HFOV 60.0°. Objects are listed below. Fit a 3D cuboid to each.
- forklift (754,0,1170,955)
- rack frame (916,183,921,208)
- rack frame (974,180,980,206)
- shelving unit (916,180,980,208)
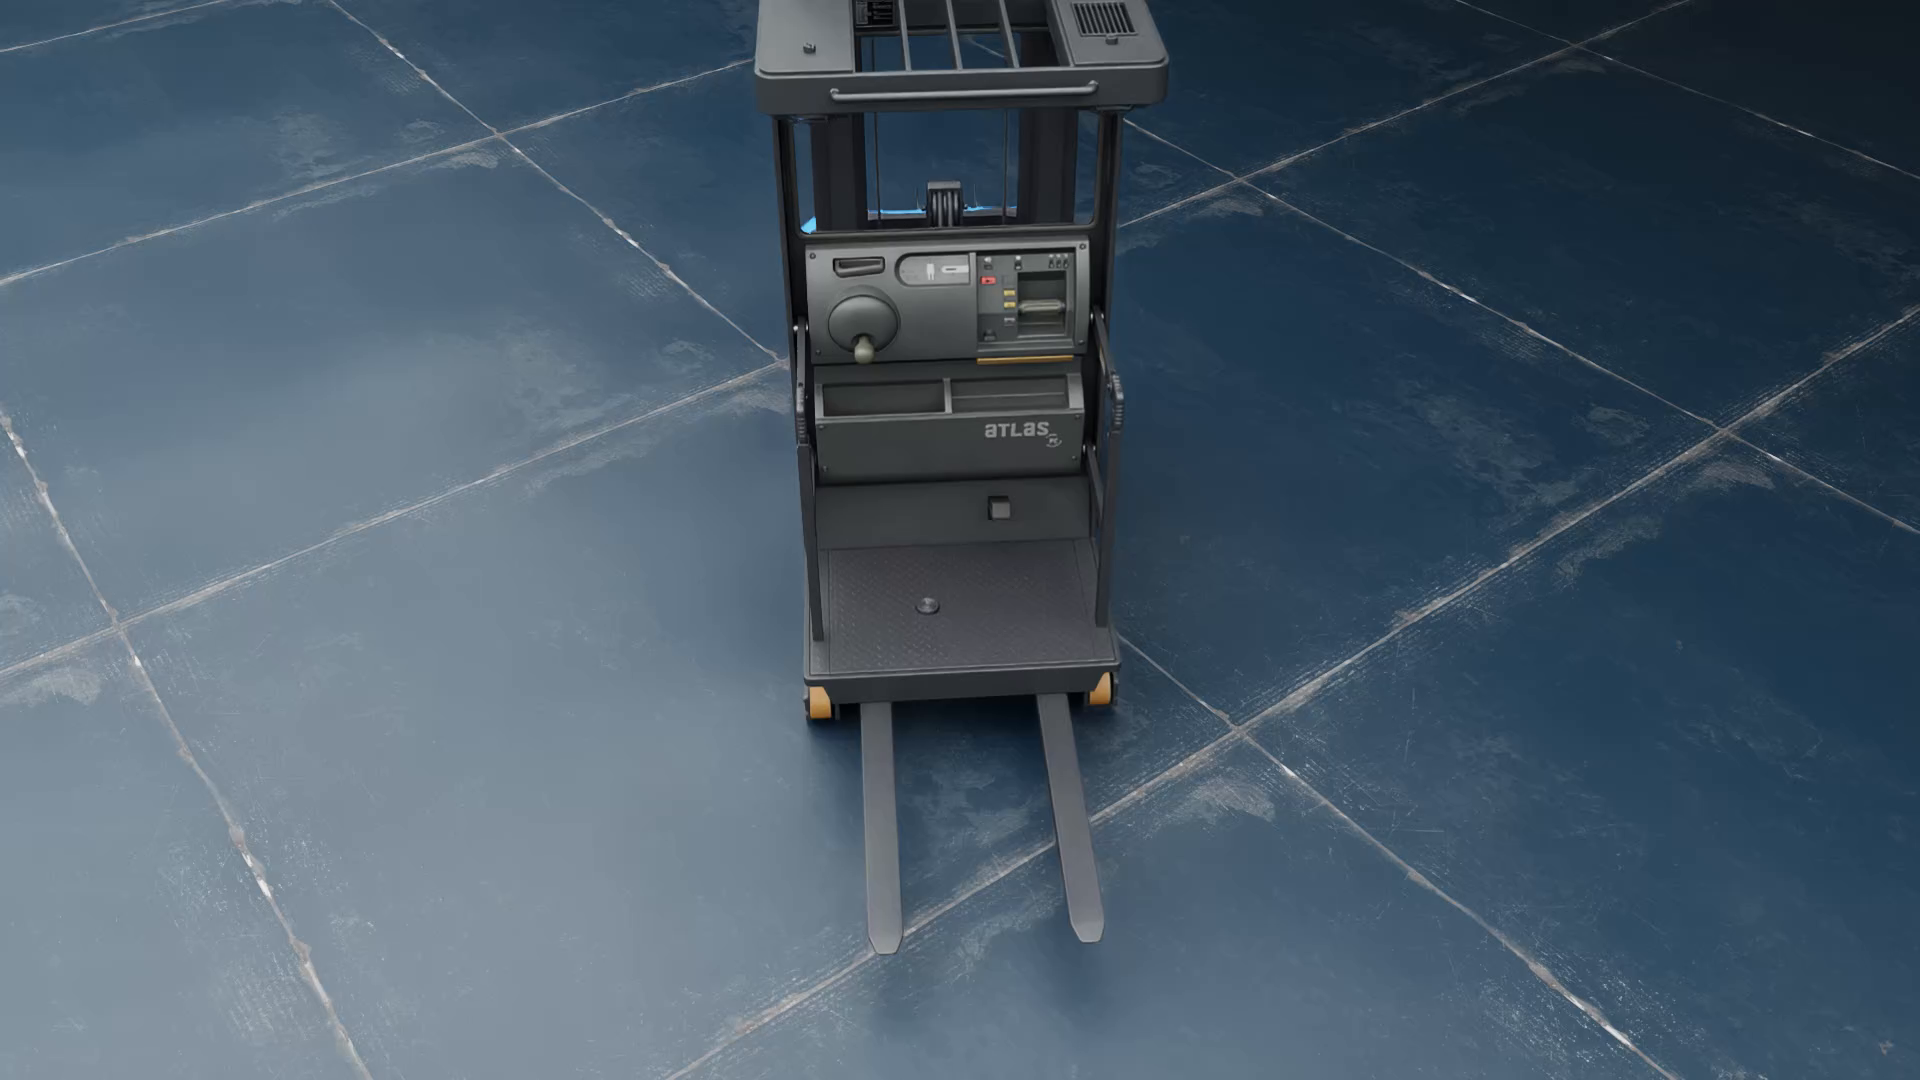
[{"bbox_3d":[-0.020,-0.711,5.305,1.130,2.935,3.031,-3,39,-3],"label":"forklift"},{"bbox_3d":[-0.172,-1.015,7.160,0.008,1.050,0.200,-3,39,-4],"label":"rack frame"},{"bbox_3d":[0.071,-1.028,7.176,0.008,1.050,0.200,-3,39,-4],"label":"rack frame"},{"bbox_3d":[-0.051,-1.022,7.168,0.252,1.050,0.215,-3,39,-4],"label":"shelving unit"}]
